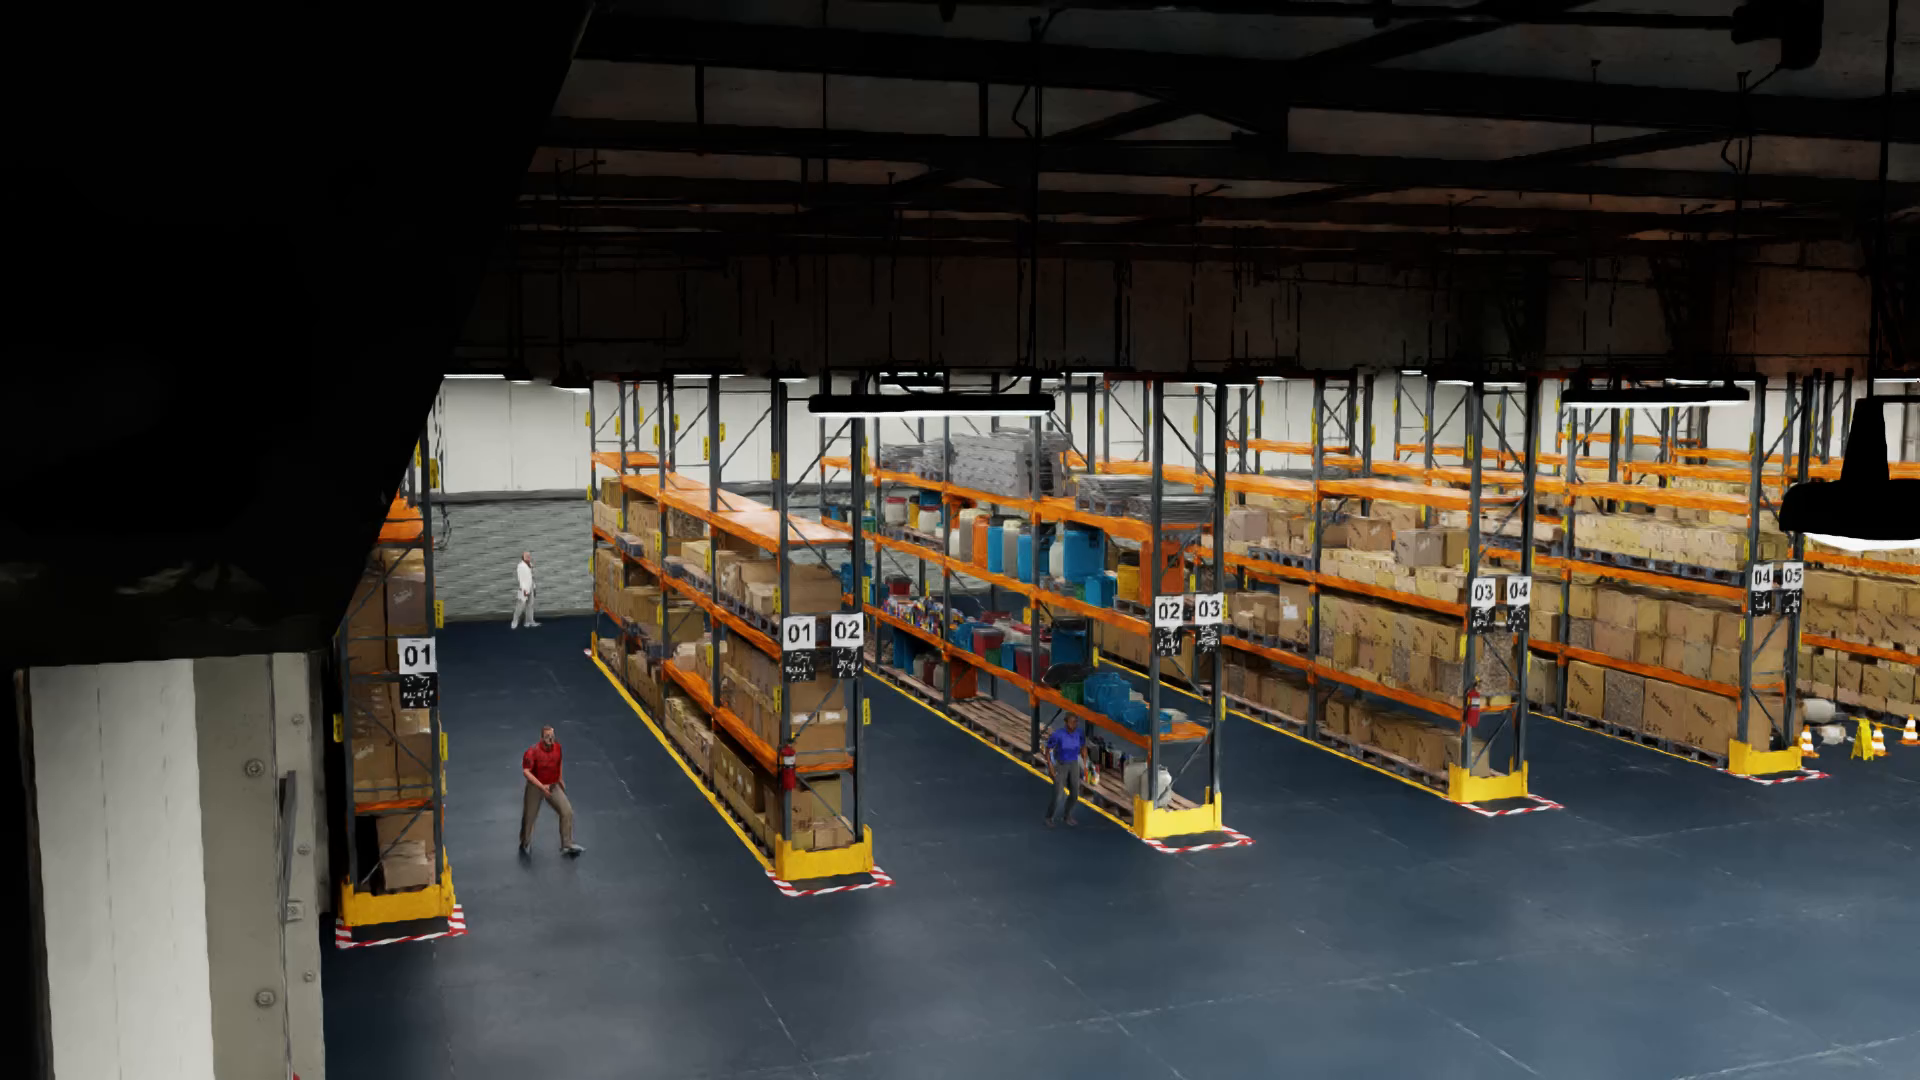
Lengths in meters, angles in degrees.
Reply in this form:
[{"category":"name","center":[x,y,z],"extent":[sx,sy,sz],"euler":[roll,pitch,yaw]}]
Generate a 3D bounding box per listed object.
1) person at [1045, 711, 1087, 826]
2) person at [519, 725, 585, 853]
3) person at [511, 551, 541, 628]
[{"category":"person","center":[1.407,3.067,22.288],"extent":[0.571,1.590,0.513],"euler":[-2,7,-21]},{"category":"person","center":[-5.258,3.147,21.088],"extent":[0.691,1.668,0.793],"euler":[-6,8,-41]},{"category":"person","center":[-10.141,1.145,38.587],"extent":[0.494,1.778,0.747],"euler":[2,7,18]}]
